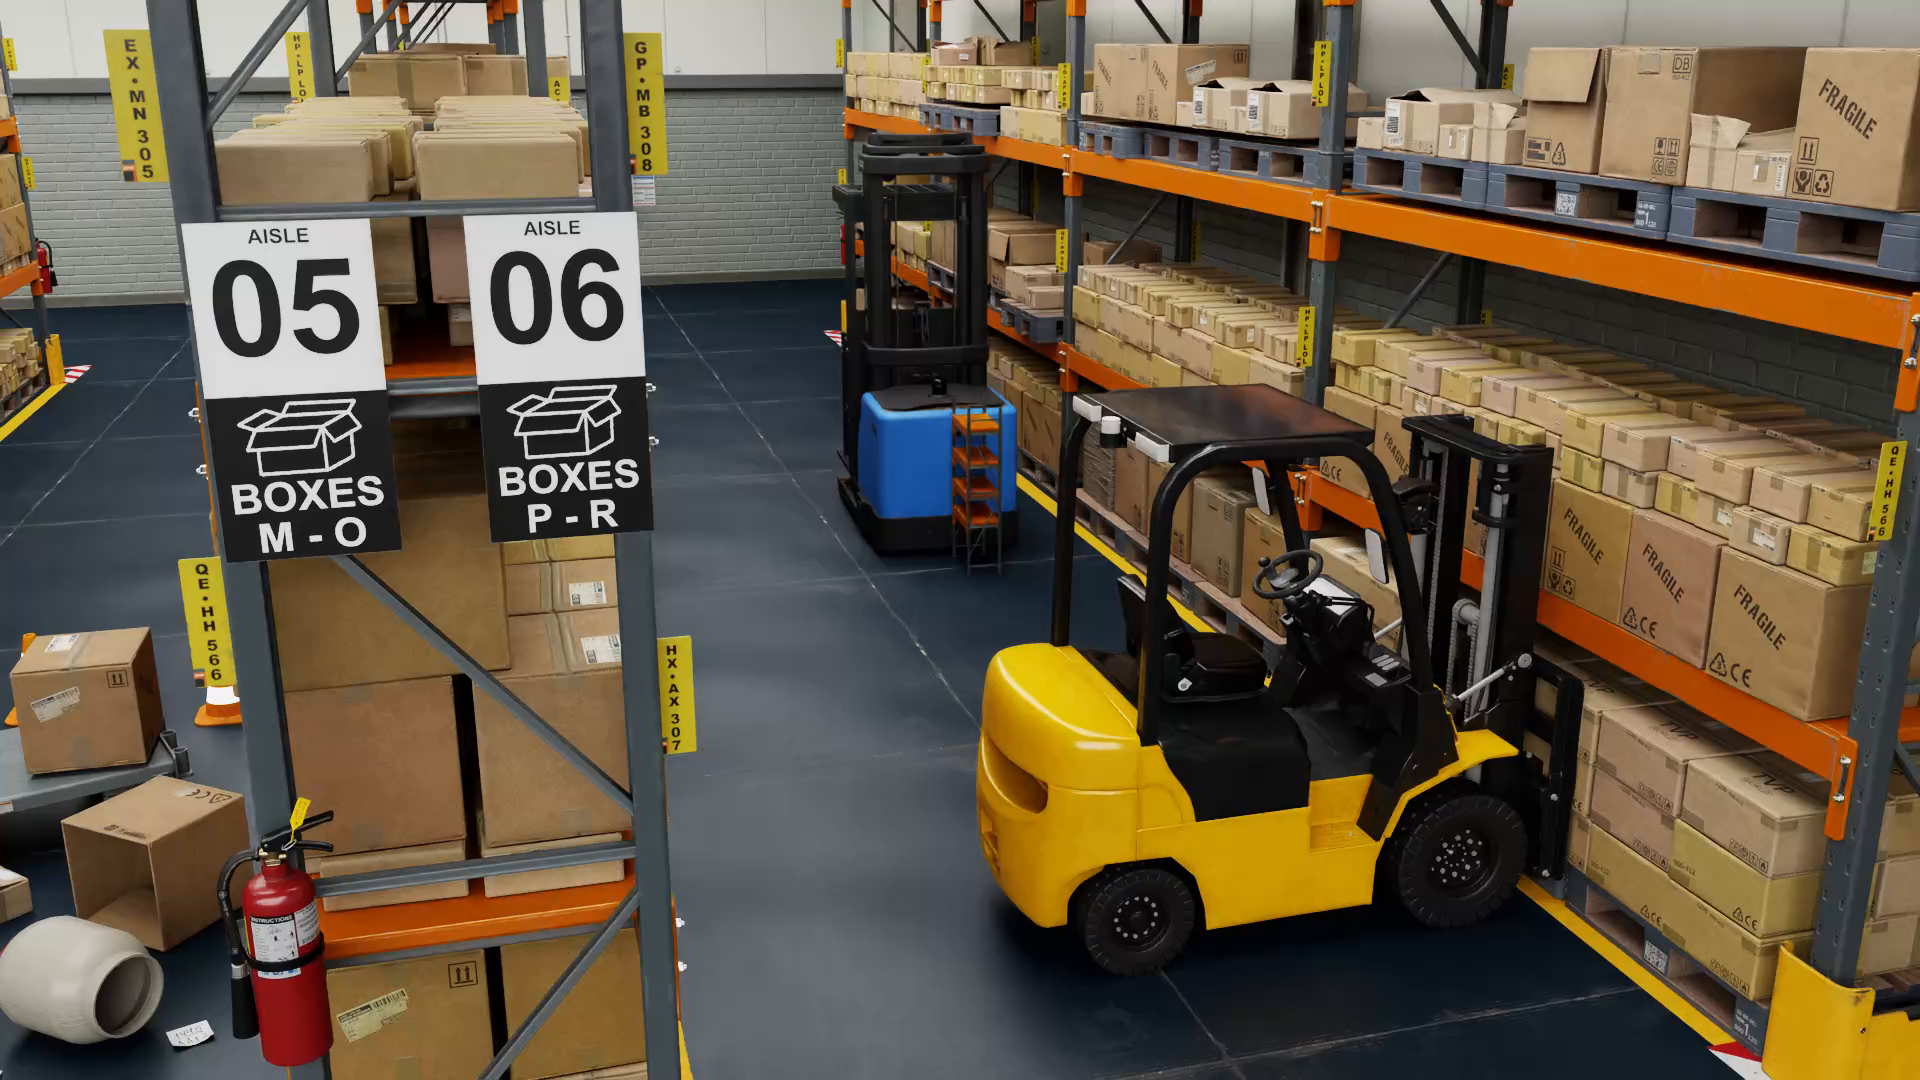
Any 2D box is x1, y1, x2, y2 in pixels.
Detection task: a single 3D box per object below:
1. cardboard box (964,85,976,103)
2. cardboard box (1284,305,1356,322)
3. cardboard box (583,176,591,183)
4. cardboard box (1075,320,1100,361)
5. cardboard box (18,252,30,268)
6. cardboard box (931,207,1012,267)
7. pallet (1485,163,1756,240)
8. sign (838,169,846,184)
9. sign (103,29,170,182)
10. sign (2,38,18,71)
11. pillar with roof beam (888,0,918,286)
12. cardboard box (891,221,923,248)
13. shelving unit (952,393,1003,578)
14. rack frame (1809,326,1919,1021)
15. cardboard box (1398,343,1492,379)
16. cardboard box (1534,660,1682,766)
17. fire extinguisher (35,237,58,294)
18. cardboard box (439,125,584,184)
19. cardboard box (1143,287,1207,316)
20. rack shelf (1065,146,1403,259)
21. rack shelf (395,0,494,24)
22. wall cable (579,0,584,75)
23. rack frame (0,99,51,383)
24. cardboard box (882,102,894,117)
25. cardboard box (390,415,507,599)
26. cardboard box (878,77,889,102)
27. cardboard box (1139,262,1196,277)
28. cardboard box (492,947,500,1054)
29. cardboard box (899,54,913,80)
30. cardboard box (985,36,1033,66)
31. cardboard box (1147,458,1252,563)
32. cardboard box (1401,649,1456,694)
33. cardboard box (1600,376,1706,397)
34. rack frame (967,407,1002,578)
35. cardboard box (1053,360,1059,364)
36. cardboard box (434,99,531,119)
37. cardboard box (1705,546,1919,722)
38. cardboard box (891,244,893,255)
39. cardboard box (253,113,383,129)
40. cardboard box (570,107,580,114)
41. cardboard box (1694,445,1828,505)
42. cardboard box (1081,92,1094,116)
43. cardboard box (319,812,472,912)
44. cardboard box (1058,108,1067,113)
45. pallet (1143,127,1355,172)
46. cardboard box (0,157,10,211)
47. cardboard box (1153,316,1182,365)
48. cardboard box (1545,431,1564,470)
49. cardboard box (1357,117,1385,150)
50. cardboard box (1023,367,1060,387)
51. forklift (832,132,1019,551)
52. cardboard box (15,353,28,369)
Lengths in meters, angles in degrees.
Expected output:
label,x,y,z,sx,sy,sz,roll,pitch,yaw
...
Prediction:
label,x,y,z,sx,sy,sz,roll,pitch,yaw
cardboard box,0.246,-3.944,14.685,0.380,0.149,0.250,-4,17,-14
cardboard box,2.285,-1.393,10.574,0.380,0.149,0.250,-5,17,-15
cardboard box,-1.283,-0.940,4.898,0.500,0.250,0.500,-5,17,-16
cardboard box,1.188,-1.525,12.577,0.500,0.250,0.500,-5,17,-15
cardboard box,-10.039,-2.951,17.499,0.380,0.149,0.250,-5,17,-15
cardboard box,0.120,-2.943,16.132,0.700,0.500,0.500,-4,17,-14
pallet,2.992,-1.456,7.026,1.003,0.211,1.213,-5,17,-15
sign,-1.419,-4.324,20.127,0.100,0.325,0.005,-5,17,-15
sign,-1.811,-0.955,3.665,0.100,0.325,0.005,-5,17,-15
sign,-9.861,-5.038,17.258,0.100,0.325,0.005,-5,17,-15
pillar with roof beam,-4.911,-7.302,21.119,9.100,9.000,0.400,-5,17,-15
cardboard box,-0.449,-3.314,18.015,0.500,0.250,0.500,-5,17,-16
shelving unit,0.116,-0.386,11.651,0.258,1.200,0.503,-4,17,-12
rack frame,3.500,0.474,5.661,1.000,3.000,0.127,-5,17,-15
cardboard box,2.440,-0.887,8.373,0.380,0.149,0.250,-5,17,-16
cardboard box,2.779,0.728,7.125,0.500,0.250,0.500,-4,17,-15
fire extinguisher,-10.026,-3.030,18.107,0.296,0.674,0.183,-5,17,-15
cardboard box,-1.267,-1.088,4.697,0.380,0.149,0.250,-5,17,-15
cardboard box,1.471,-1.630,11.364,0.380,0.149,0.250,-4,17,-14
rack shelf,1.851,-2.278,10.858,1.077,0.370,4.000,-5,17,-15
rack shelf,-5.119,-5.343,16.541,1.077,0.370,4.000,-5,17,-15
wall cable,-4.090,-8.269,24.274,2.988,3.039,0.133,-5,17,-15
rack frame,-10.400,-3.139,17.689,1.000,3.000,0.127,-5,17,-15
cardboard box,-0.632,-4.662,17.979,0.380,0.149,0.250,-4,17,-14
cardboard box,-1.754,-0.067,5.031,0.700,0.500,0.500,-5,17,-15
cardboard box,-0.585,-4.892,18.054,0.500,0.250,0.500,-5,17,-16
cardboard box,1.585,-2.024,12.674,0.380,0.149,0.250,-4,17,-13
cardboard box,-1.887,1.637,5.839,0.500,0.250,0.500,-5,17,-15
cardboard box,-0.316,-4.853,17.053,0.500,0.250,0.500,-5,17,-16
cardboard box,0.457,-4.602,15.640,0.396,0.266,0.258,-5,17,-15
cardboard box,1.832,-0.263,11.512,0.875,0.625,0.625,-5,18,-18
cardboard box,2.504,0.681,8.152,0.500,0.250,0.500,-5,17,-16
cardboard box,3.139,-0.640,7.551,0.380,0.149,0.250,-4,17,-14
rack frame,0.167,-0.317,11.422,0.240,1.200,0.015,-4,17,-12
cardboard box,1.051,-1.576,14.973,0.380,0.149,0.250,-5,17,-15
cardboard box,-1.943,-1.722,6.808,0.380,0.149,0.250,-4,17,-14
cardboard box,3.112,0.310,6.031,0.500,0.500,0.500,-5,17,-16
cardboard box,-0.672,-3.288,18.620,0.380,0.149,0.250,-4,17,-14
cardboard box,-2.102,-1.323,5.478,0.380,0.149,0.250,-4,17,-14
cardboard box,-2.146,-1.999,8.208,0.500,0.250,0.500,-5,17,-17
cardboard box,3.003,-0.246,6.238,0.380,0.149,0.250,-4,17,-14
cardboard box,1.105,-3.192,12.154,0.380,0.166,0.250,-5,17,-15
cardboard box,-1.580,0.901,4.676,0.380,0.149,0.250,-4,17,-13
cardboard box,0.973,-3.374,12.824,0.380,0.149,0.250,-4,17,-14
pallet,1.884,-2.596,10.993,1.003,0.211,1.213,-4,17,-13
cardboard box,-9.896,-3.561,16.666,0.500,0.500,0.500,-5,18,-17
cardboard box,1.616,-1.341,11.093,0.500,0.250,0.500,-4,17,-14
cardboard box,2.777,-0.388,7.228,0.380,0.149,0.250,-5,17,-16
cardboard box,2.232,-2.050,8.381,0.380,0.149,0.250,-4,17,-14
cardboard box,0.759,-1.396,14.374,0.380,0.149,0.250,-4,17,-14
forklift,-0.383,-1.708,13.043,1.130,2.935,3.031,-4,17,-12
cardboard box,-9.836,-1.851,17.107,0.380,0.149,0.250,-5,18,-18
